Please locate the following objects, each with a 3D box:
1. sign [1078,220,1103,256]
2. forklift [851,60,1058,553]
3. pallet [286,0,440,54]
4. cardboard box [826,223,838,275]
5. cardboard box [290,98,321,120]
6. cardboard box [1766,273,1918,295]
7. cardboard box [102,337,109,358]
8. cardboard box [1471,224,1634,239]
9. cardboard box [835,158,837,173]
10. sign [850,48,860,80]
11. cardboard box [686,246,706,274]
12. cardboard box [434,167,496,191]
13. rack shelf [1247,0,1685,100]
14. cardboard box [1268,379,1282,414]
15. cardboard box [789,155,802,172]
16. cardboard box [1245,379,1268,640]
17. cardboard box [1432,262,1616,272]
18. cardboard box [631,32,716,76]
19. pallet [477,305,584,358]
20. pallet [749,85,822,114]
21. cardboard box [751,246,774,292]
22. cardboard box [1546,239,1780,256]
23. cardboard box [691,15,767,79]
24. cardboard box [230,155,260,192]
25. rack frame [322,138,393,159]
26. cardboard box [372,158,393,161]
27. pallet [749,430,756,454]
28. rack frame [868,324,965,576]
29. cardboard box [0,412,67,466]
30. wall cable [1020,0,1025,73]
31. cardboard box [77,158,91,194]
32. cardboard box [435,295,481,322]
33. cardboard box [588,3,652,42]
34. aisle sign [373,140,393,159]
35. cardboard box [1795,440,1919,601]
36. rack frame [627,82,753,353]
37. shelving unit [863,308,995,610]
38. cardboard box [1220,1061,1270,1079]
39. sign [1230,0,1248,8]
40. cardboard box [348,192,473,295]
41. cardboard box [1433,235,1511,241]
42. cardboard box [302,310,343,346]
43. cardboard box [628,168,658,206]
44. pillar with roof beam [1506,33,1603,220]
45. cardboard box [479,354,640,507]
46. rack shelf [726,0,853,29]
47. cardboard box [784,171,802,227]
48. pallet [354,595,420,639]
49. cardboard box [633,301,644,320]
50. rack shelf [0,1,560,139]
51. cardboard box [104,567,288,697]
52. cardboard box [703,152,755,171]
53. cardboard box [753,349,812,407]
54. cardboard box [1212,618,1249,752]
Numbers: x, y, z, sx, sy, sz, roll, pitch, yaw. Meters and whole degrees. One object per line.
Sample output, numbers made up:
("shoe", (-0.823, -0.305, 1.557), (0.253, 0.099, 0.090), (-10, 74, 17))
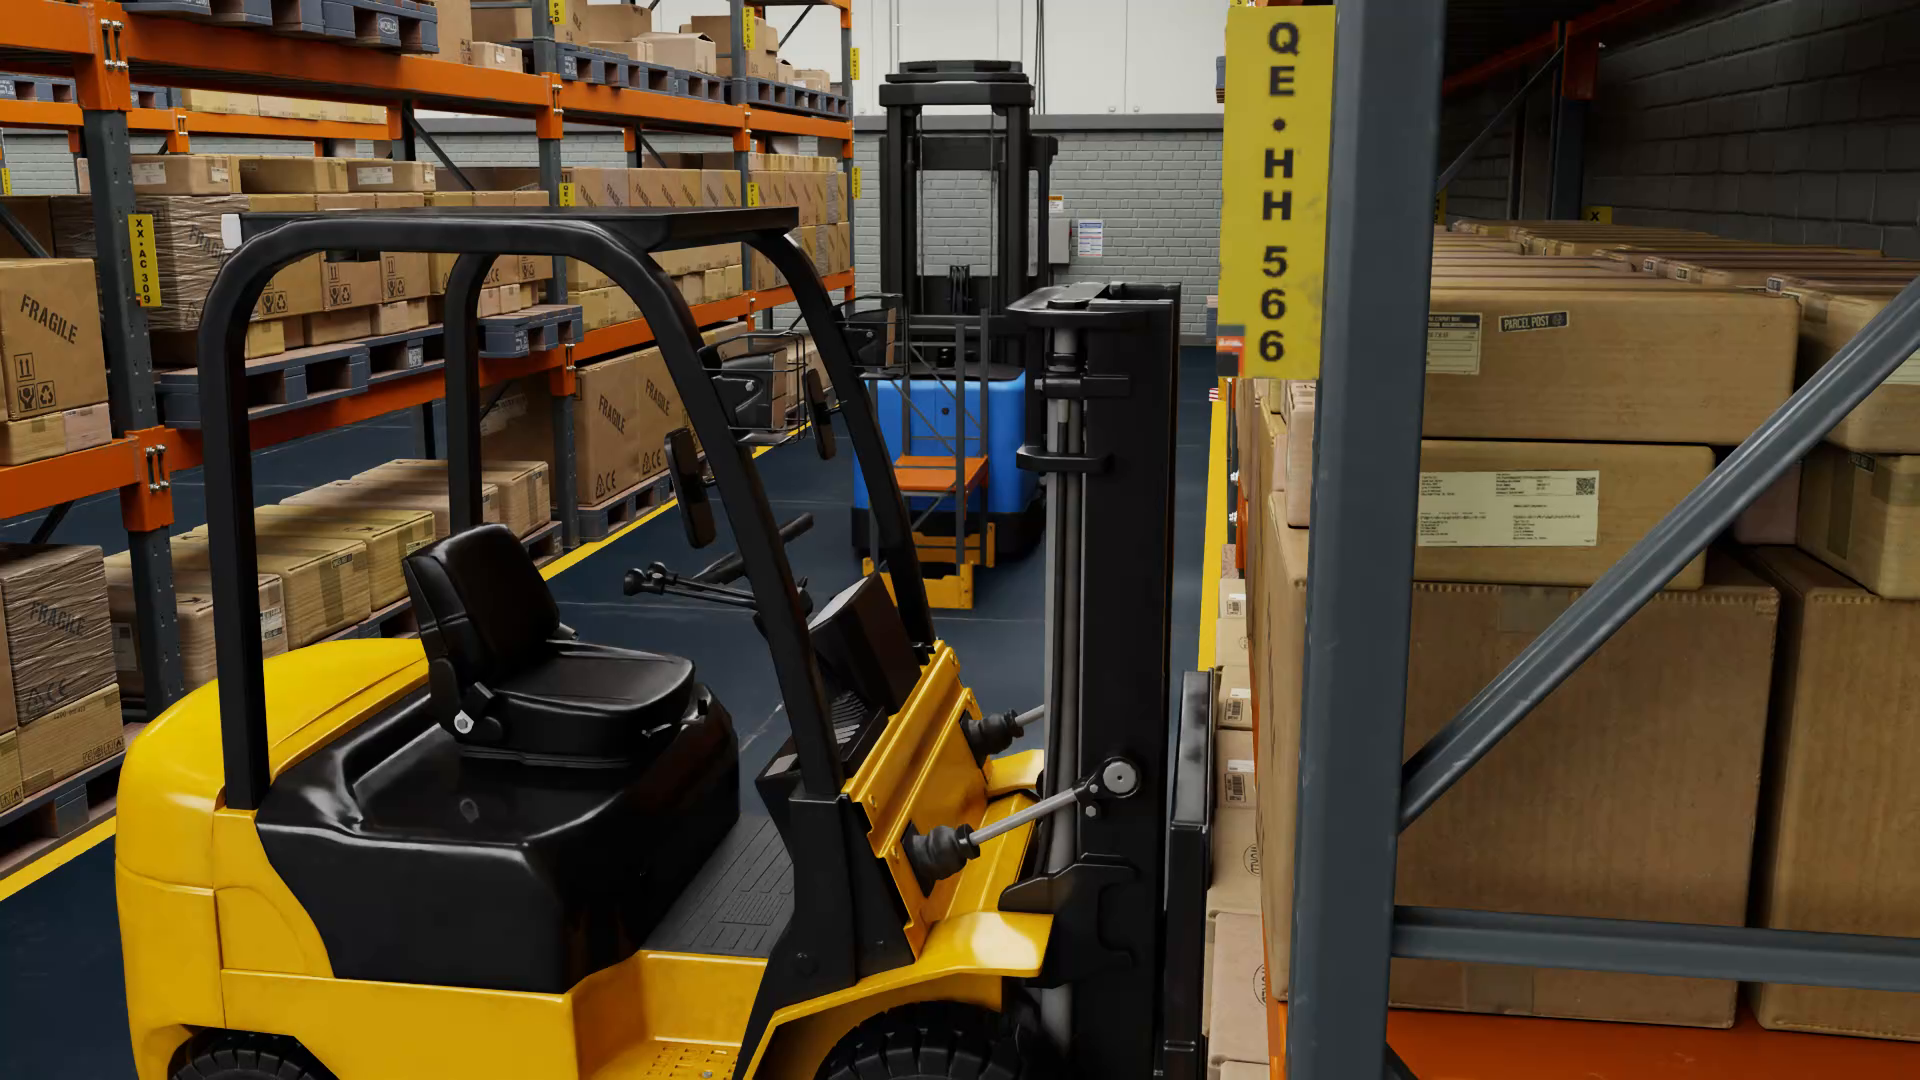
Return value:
("sign", (1.791, -4.152, 22.863), (0.329, 0.494, 0.001), (2, 12, 9))
("forklift", (0.061, -1.614, 11.026), (1.130, 2.935, 3.031), (2, 12, 8))
("pallet", (-3.115, -2.312, 7.429), (1.213, 0.211, 1.003), (2, 12, 9))
("cardboard box", (-1.531, -2.931, 16.735), (0.500, 0.500, 0.500), (2, 12, 7))
("cardboard box", (-6.565, -4.203, 16.114), (0.500, 0.250, 0.500), (2, 12, 11))
("cardboard box", (1.183, -0.232, 1.966), (0.380, 0.149, 0.250), (2, 12, 11))
("cardboard box", (-3.666, -0.795, 6.663), (0.380, 0.149, 0.250), (2, 12, 9))
("cardboard box", (1.576, -0.765, 4.442), (0.380, 0.149, 0.250), (2, 12, 8))
("cardboard box", (-1.484, -3.868, 17.173), (0.380, 0.149, 0.250), (2, 12, 9))
("sign", (-1.092, -4.935, 17.238), (0.100, 0.325, 0.005), (2, 12, 9))
("cardboard box", (-2.213, -2.121, 12.386), (0.500, 0.250, 0.500), (2, 12, 10))
("cardboard box", (-3.036, -2.083, 10.429), (0.500, 0.500, 0.500), (2, 12, 7))
("rack shelf", (1.126, -1.135, 3.228), (1.077, 0.370, 4.000), (2, 12, 9))
("cardboard box", (0.768, -0.319, 3.077), (0.380, 0.149, 0.250), (2, 12, 9))
("cardboard box", (-1.684, -3.491, 15.420), (0.380, 0.149, 0.250), (2, 12, 9))
("cardboard box", (0.868, -0.083, 3.523), (0.500, 0.500, 0.500), (2, 12, 9))
("cardboard box", (0.686, -0.305, 2.304), (0.380, 0.149, 0.250), (2, 12, 10))
("cardboard box", (-2.170, -3.700, 12.636), (0.500, 0.311, 0.500), (2, 12, 9))
("pallet", (-2.861, -1.184, 9.322), (1.213, 0.211, 1.003), (2, 12, 9))
("pallet", (-1.916, -4.108, 15.527), (1.003, 0.211, 1.213), (2, 12, 9))
("cardboard box", (-1.911, -2.400, 14.274), (0.500, 0.500, 0.500), (2, 12, 11))
("cardboard box", (1.347, -0.500, 3.208), (0.380, 0.149, 0.250), (2, 12, 9))
("cardboard box", (-1.944, -4.147, 14.025), (0.500, 0.500, 0.500), (2, 12, 10))
("cardboard box", (-6.774, -3.279, 15.272), (0.500, 0.500, 0.500), (2, 12, 7))
("rack frame", (-6.533, -3.234, 18.380), (1.000, 3.000, 0.127), (2, 12, 9))
("cardboard box", (-6.358, -3.814, 17.754), (0.500, 0.500, 0.500), (2, 12, 7))
("pallet", (-2.286, -0.736, 13.407), (1.003, 0.211, 1.213), (2, 12, 9))
("rack frame", (-0.225, -0.375, 8.674), (0.500, 1.500, 0.032), (2, 12, 8))
("cardboard box", (-3.252, -0.345, 5.571), (0.380, 0.149, 0.250), (2, 12, 10))
("wall cable", (-0.287, -7.196, 22.523), (2.355, 3.000, 0.029), (2, 12, 9))
("cardboard box", (-3.531, -1.561, 7.136), (0.380, 0.149, 0.250), (2, 12, 7))
("cardboard box", (-2.714, -1.214, 8.607), (0.380, 0.149, 0.250), (2, 12, 10))
("cardboard box", (-2.664, -3.809, 12.692), (0.500, 0.500, 0.500), (2, 12, 8))
("aisle sign", (-6.226, -4.510, 18.132), (0.394, 0.787, 0.004), (2, 12, 9))
("cardboard box", (1.126, -0.032, 1.746), (0.380, 0.149, 0.250), (2, 12, 7))
("rack frame", (-2.242, -2.262, 13.870), (1.000, 3.000, 0.127), (2, 12, 9))
("shelving unit", (-0.155, -0.483, 9.175), (0.587, 1.500, 1.083), (2, 12, 8))
("cardboard box", (0.581, 0.940, 2.168), (0.500, 0.250, 0.500), (2, 12, 11))
("sign", (1.512, -3.007, 8.977), (0.100, 0.325, 0.005), (2, 12, 9))
("cardboard box", (-2.797, -1.512, 8.451), (0.500, 0.500, 0.500), (1, 12, 5))
("cardboard box", (0.950, -0.568, 3.527), (0.380, 0.149, 0.250), (2, 12, 9))
("cardboard box", (-2.979, -0.949, 7.379), (0.380, 0.149, 0.250), (2, 12, 10))
("cardboard box", (-2.378, -2.273, 11.308), (0.500, 0.500, 0.500), (2, 12, 10))
("pillar with roof beam", (-1.515, -4.041, 7.884), (9.100, 9.000, 0.400), (2, 12, 9))
("cardboard box", (-2.669, -0.737, 10.841), (0.875, 0.875, 0.875), (2, 12, 8))
("rack shelf", (-1.934, -5.064, 15.288), (1.077, 0.370, 4.000), (2, 12, 9))
("cardboard box", (-1.755, -3.102, 15.158), (0.500, 0.500, 0.500), (2, 12, 10))
("pallet", (-3.169, 0.350, 8.371), (1.003, 0.211, 1.213), (2, 12, 9))
("cardboard box", (-2.385, -1.666, 11.462), (0.500, 0.250, 0.500), (2, 12, 11))
("rack shelf", (-3.164, -2.128, 7.834), (1.077, 0.370, 4.000), (2, 12, 9))
("cardboard box", (-3.394, 0.373, 6.882), (0.950, 0.372, 0.625), (2, 12, 9))
("cardboard box", (-1.937, -3.174, 13.952), (0.380, 0.149, 0.250), (2, 12, 8))
("cardboard box", (-1.902, -1.529, 15.551), (0.875, 0.438, 0.875), (2, 12, 7))
("cardboard box", (0.960, 0.410, 4.628), (0.500, 0.250, 0.500), (2, 12, 9))
